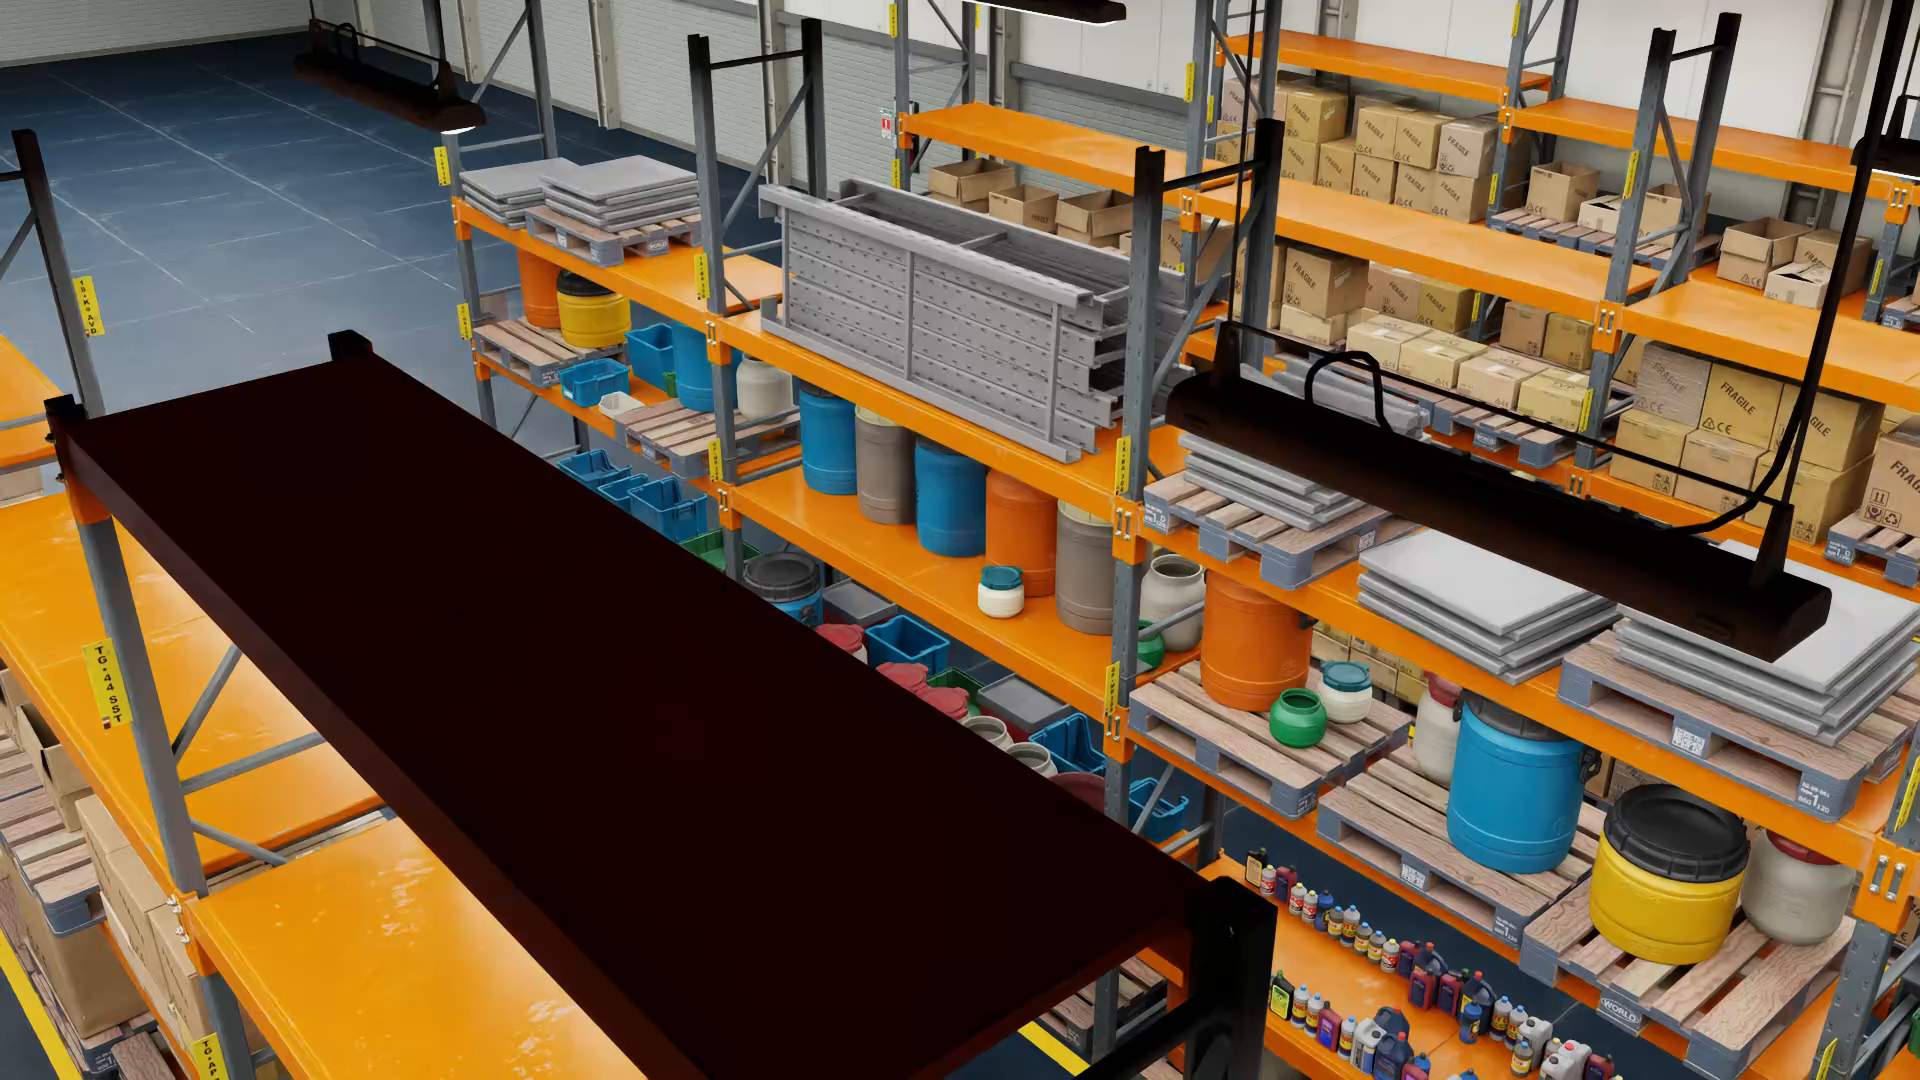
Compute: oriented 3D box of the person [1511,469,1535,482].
[{"bbox_3d":[5.440,-0.177,16.111,1.007,1.607,0.459,22,34,36],"label":"person"}]
